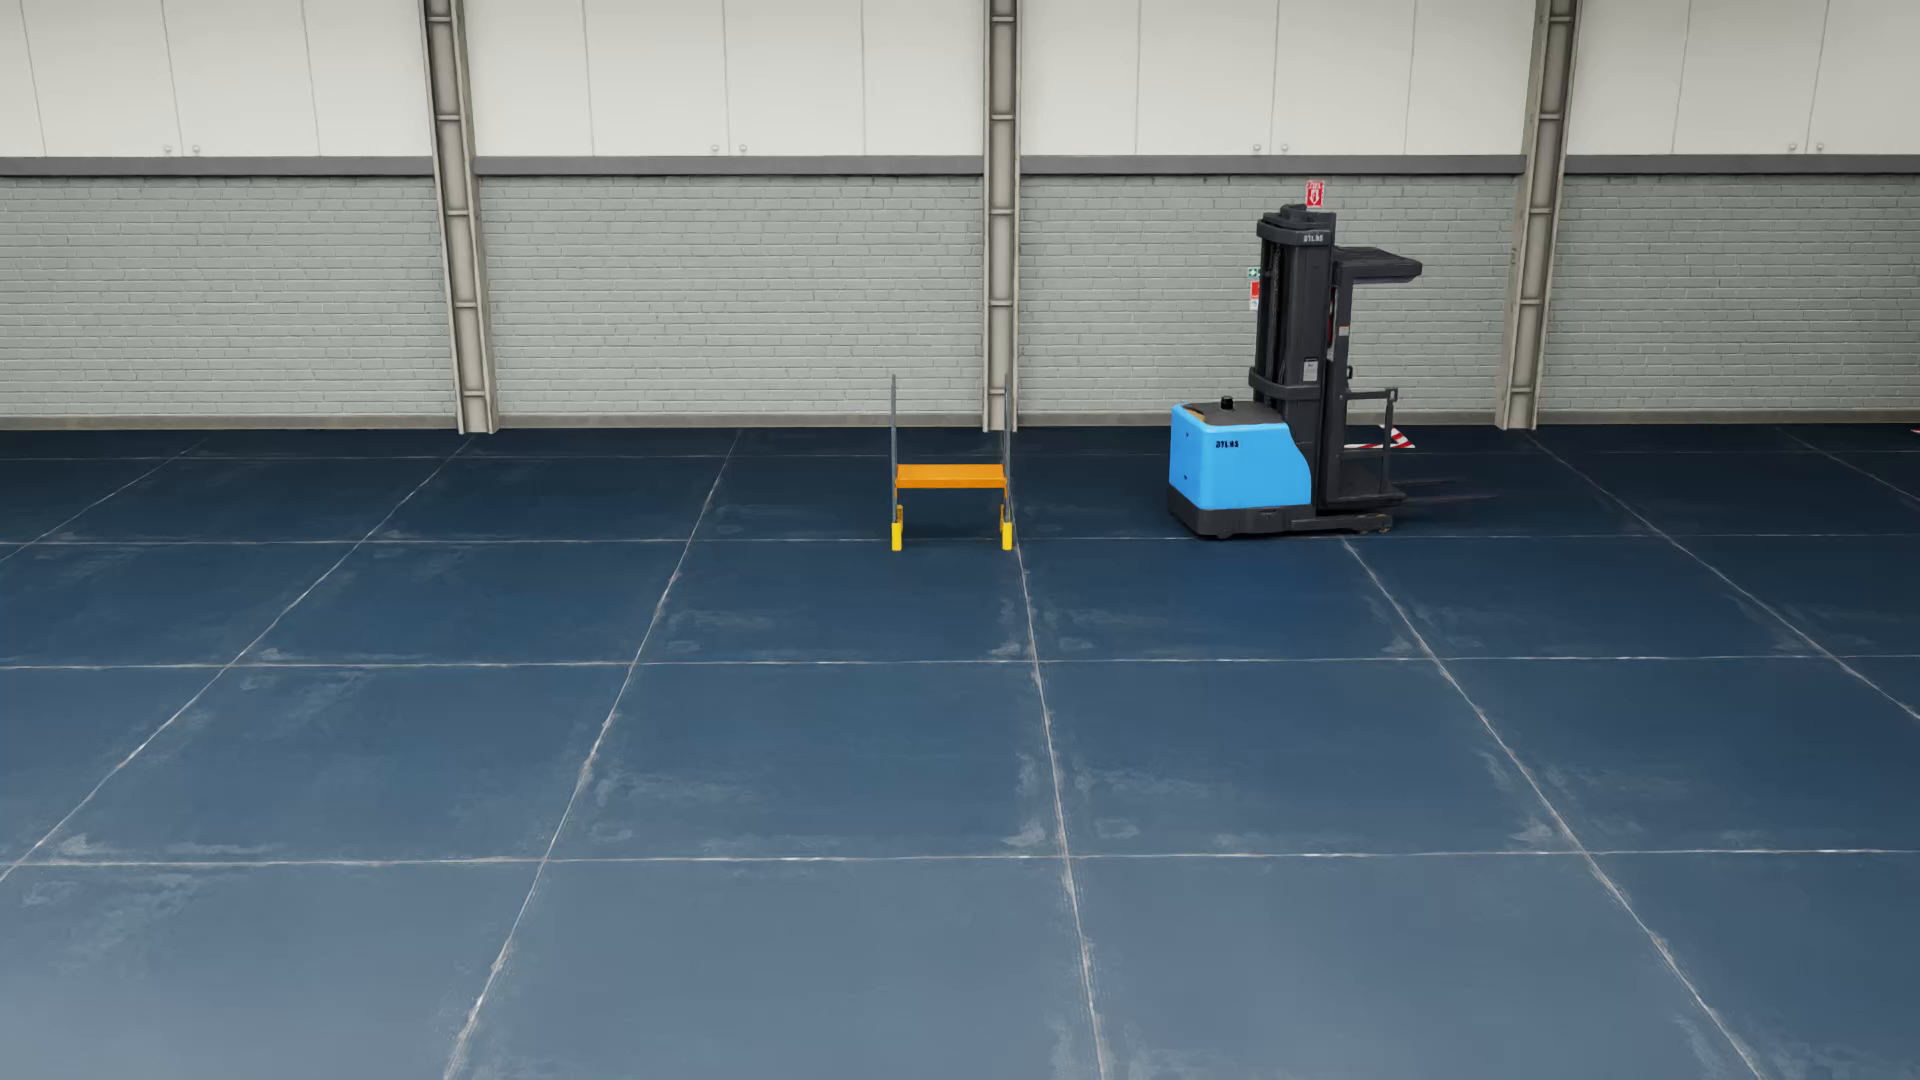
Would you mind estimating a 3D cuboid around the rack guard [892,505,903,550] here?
[{"bbox_3d":[-0.574,-0.116,15.203,0.087,0.250,0.587,0,18,-1],"label":"rack guard"}]

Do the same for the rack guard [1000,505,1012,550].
[{"bbox_3d":[0.422,-0.121,15.218,0.087,0.250,0.587,0,18,-1],"label":"rack guard"}]

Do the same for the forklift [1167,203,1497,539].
[{"bbox_3d":[3.561,-1.612,15.476,3.031,2.935,1.130,-3,18,-11],"label":"forklift"}]

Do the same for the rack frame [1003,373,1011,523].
[{"bbox_3d":[0.423,-0.716,15.027,0.032,1.500,0.500,0,18,-1],"label":"rack frame"}]

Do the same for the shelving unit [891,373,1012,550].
[{"bbox_3d":[-0.076,-0.714,15.020,1.083,1.500,0.587,0,18,-1],"label":"shelving unit"}]

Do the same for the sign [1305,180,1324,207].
[{"bbox_3d":[3.977,-3.880,18.639,0.199,0.298,0.001,0,18,-1],"label":"sign"}]

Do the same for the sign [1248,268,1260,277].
[{"bbox_3d":[3.437,-3.041,18.893,0.331,0.109,0.001,0,18,-1],"label":"sign"}]

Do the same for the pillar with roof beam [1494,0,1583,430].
[{"bbox_3d":[6.526,-4.288,13.884,0.400,9.000,9.100,0,18,-1],"label":"pillar with roof beam"}]

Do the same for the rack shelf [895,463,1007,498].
[{"bbox_3d":[-0.085,-0.542,15.075,1.000,0.185,0.538,0,18,-1],"label":"rack shelf"}]

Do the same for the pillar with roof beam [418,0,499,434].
[{"bbox_3d":[-5.473,-4.230,13.703,0.400,9.000,9.100,0,18,-1],"label":"pillar with roof beam"}]

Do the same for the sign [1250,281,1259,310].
[{"bbox_3d":[3.432,-2.791,18.982,0.234,0.329,0.001,0,18,-1],"label":"sign"}]

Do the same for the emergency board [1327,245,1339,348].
[{"bbox_3d":[3.986,-2.746,18.898,0.643,1.169,0.194,0,18,-1],"label":"emergency board"}]

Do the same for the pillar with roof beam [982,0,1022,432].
[{"bbox_3d":[0.527,-4.259,13.793,0.400,9.000,9.100,0,18,-1],"label":"pillar with roof beam"}]

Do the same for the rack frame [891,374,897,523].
[{"bbox_3d":[-0.594,-0.711,15.012,0.032,1.500,0.500,0,18,-1],"label":"rack frame"}]
